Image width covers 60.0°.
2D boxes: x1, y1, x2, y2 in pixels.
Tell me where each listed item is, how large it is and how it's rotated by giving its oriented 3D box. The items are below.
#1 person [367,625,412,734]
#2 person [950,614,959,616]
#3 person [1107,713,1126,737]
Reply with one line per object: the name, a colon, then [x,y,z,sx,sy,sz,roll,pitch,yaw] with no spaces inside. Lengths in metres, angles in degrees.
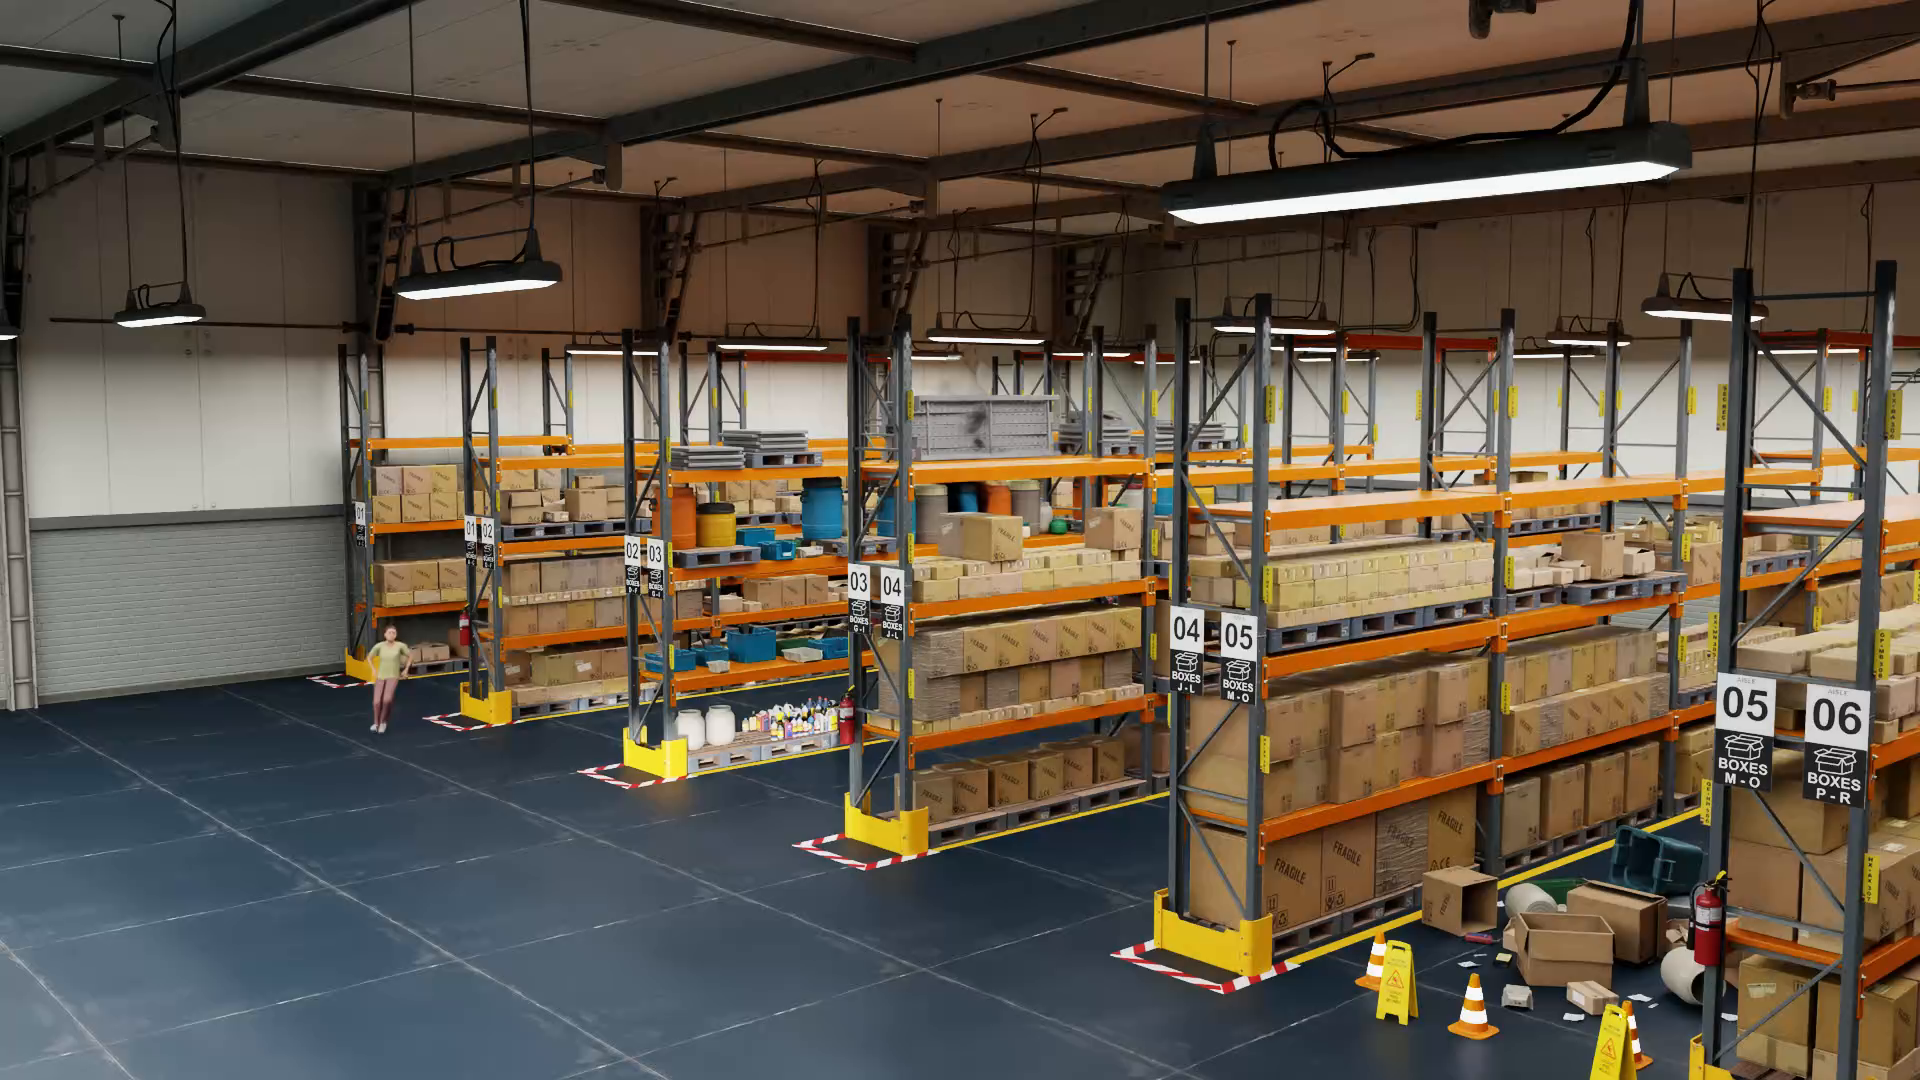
person: [-8.642,2.098,25.155,0.638,1.633,0.632,-1,5,-8]
person: [-0.102,1.408,29.149,0.612,1.731,0.853,3,6,33]
person: [2.118,2.042,23.403,0.526,1.484,0.512,5,7,42]
